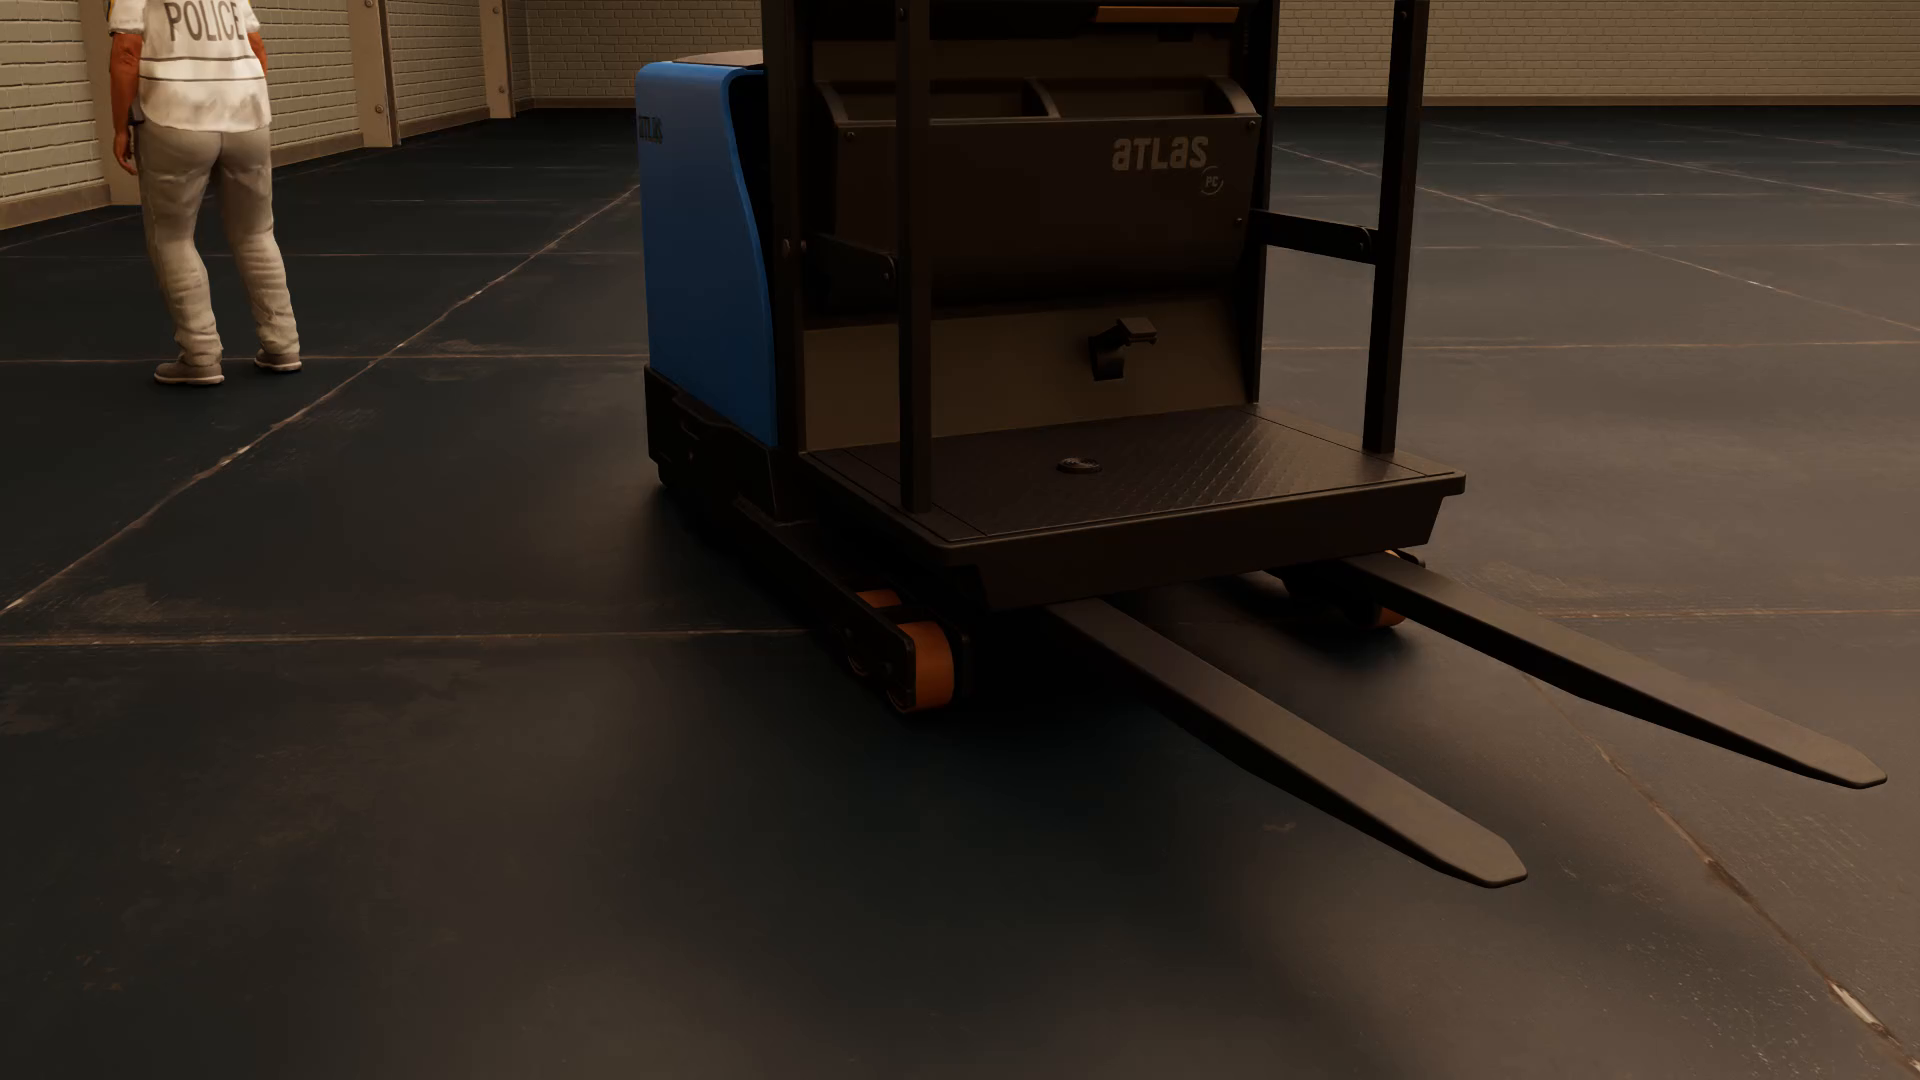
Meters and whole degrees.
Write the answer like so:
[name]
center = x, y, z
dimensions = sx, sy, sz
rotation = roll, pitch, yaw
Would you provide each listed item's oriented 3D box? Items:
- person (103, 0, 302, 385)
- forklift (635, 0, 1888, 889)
[person]
center = -2.541, -1.364, 5.533
dimensions = 0.468, 1.667, 0.558
rotation = 12, 21, 35
[forklift]
center = 0.258, -1.240, 2.962
dimensions = 1.130, 2.935, 3.031
rotation = -8, 19, -24
